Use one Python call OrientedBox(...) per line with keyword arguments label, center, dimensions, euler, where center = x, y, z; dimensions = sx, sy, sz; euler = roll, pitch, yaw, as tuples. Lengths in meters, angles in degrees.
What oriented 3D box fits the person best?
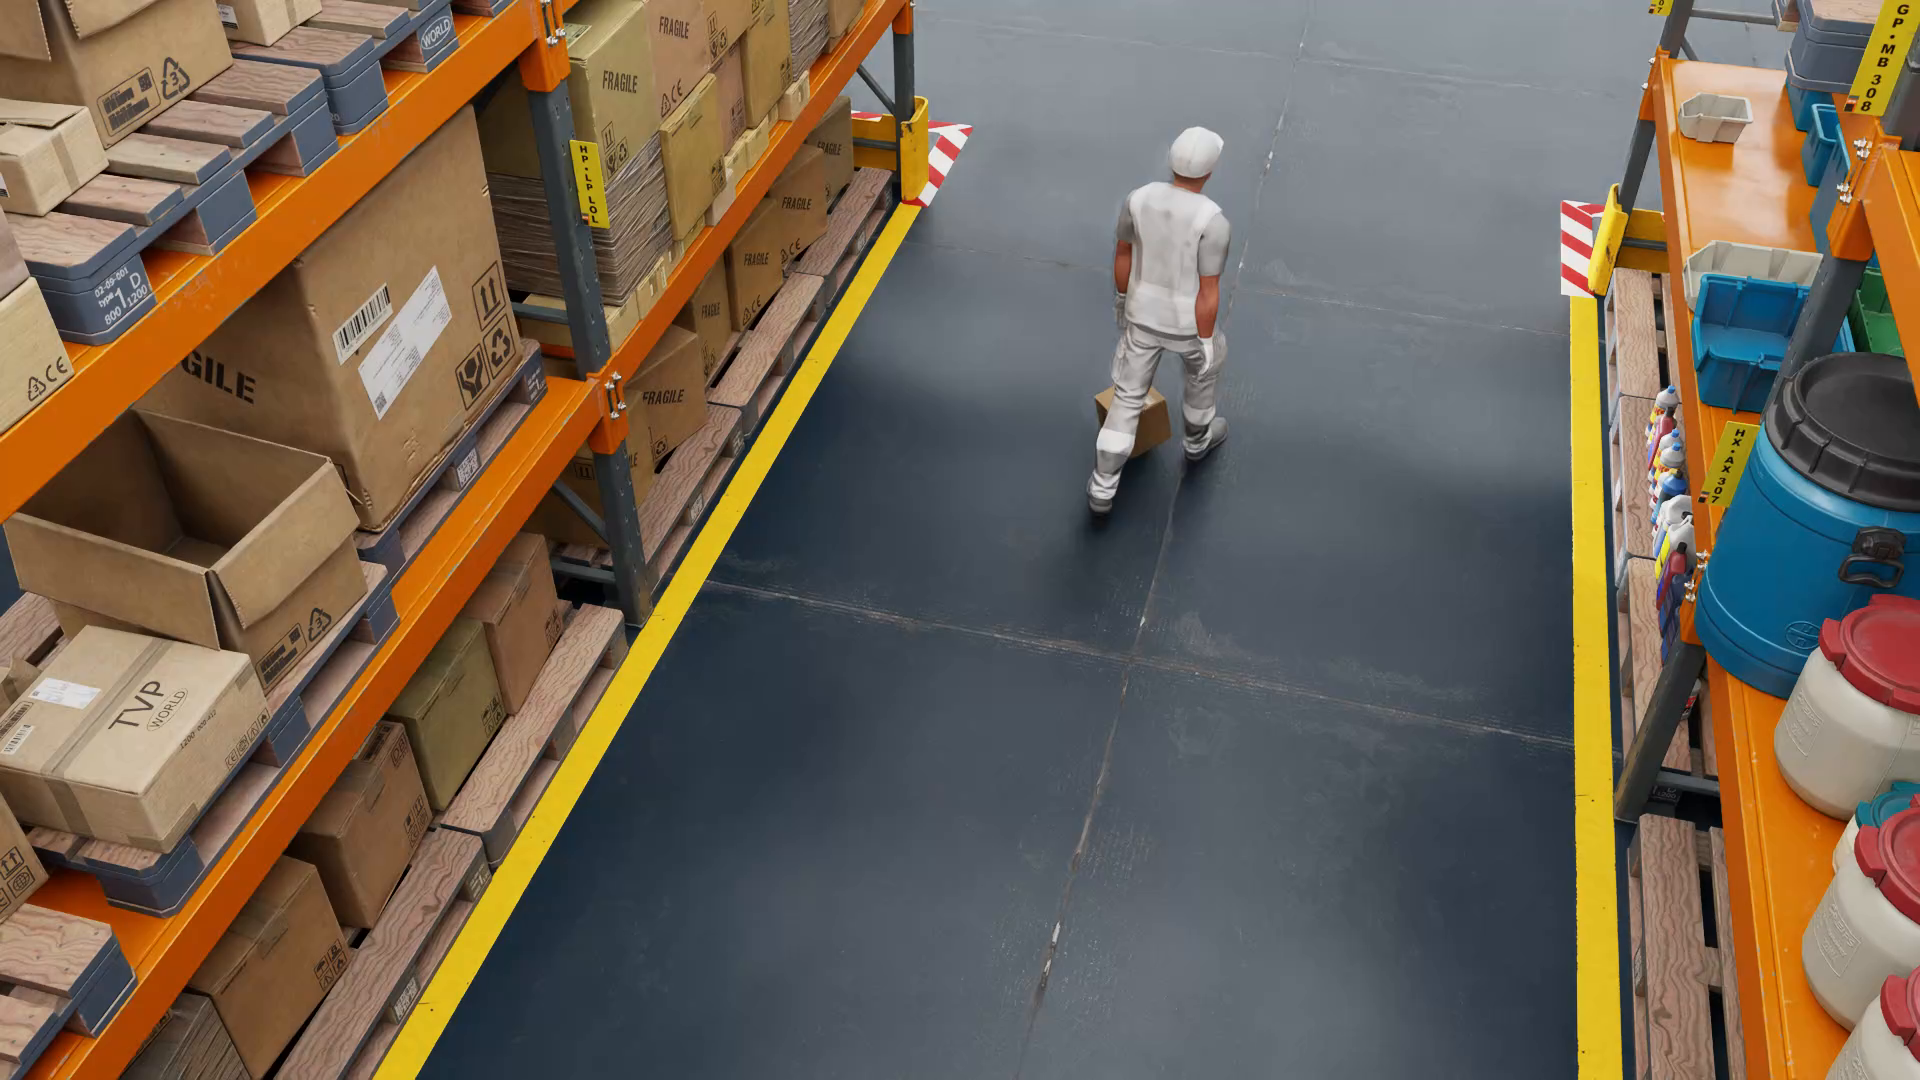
OrientedBox(label="person", center=(0.897, -0.969, 7.286), dimensions=(0.567, 1.748, 0.962), euler=(21, 45, 23))
